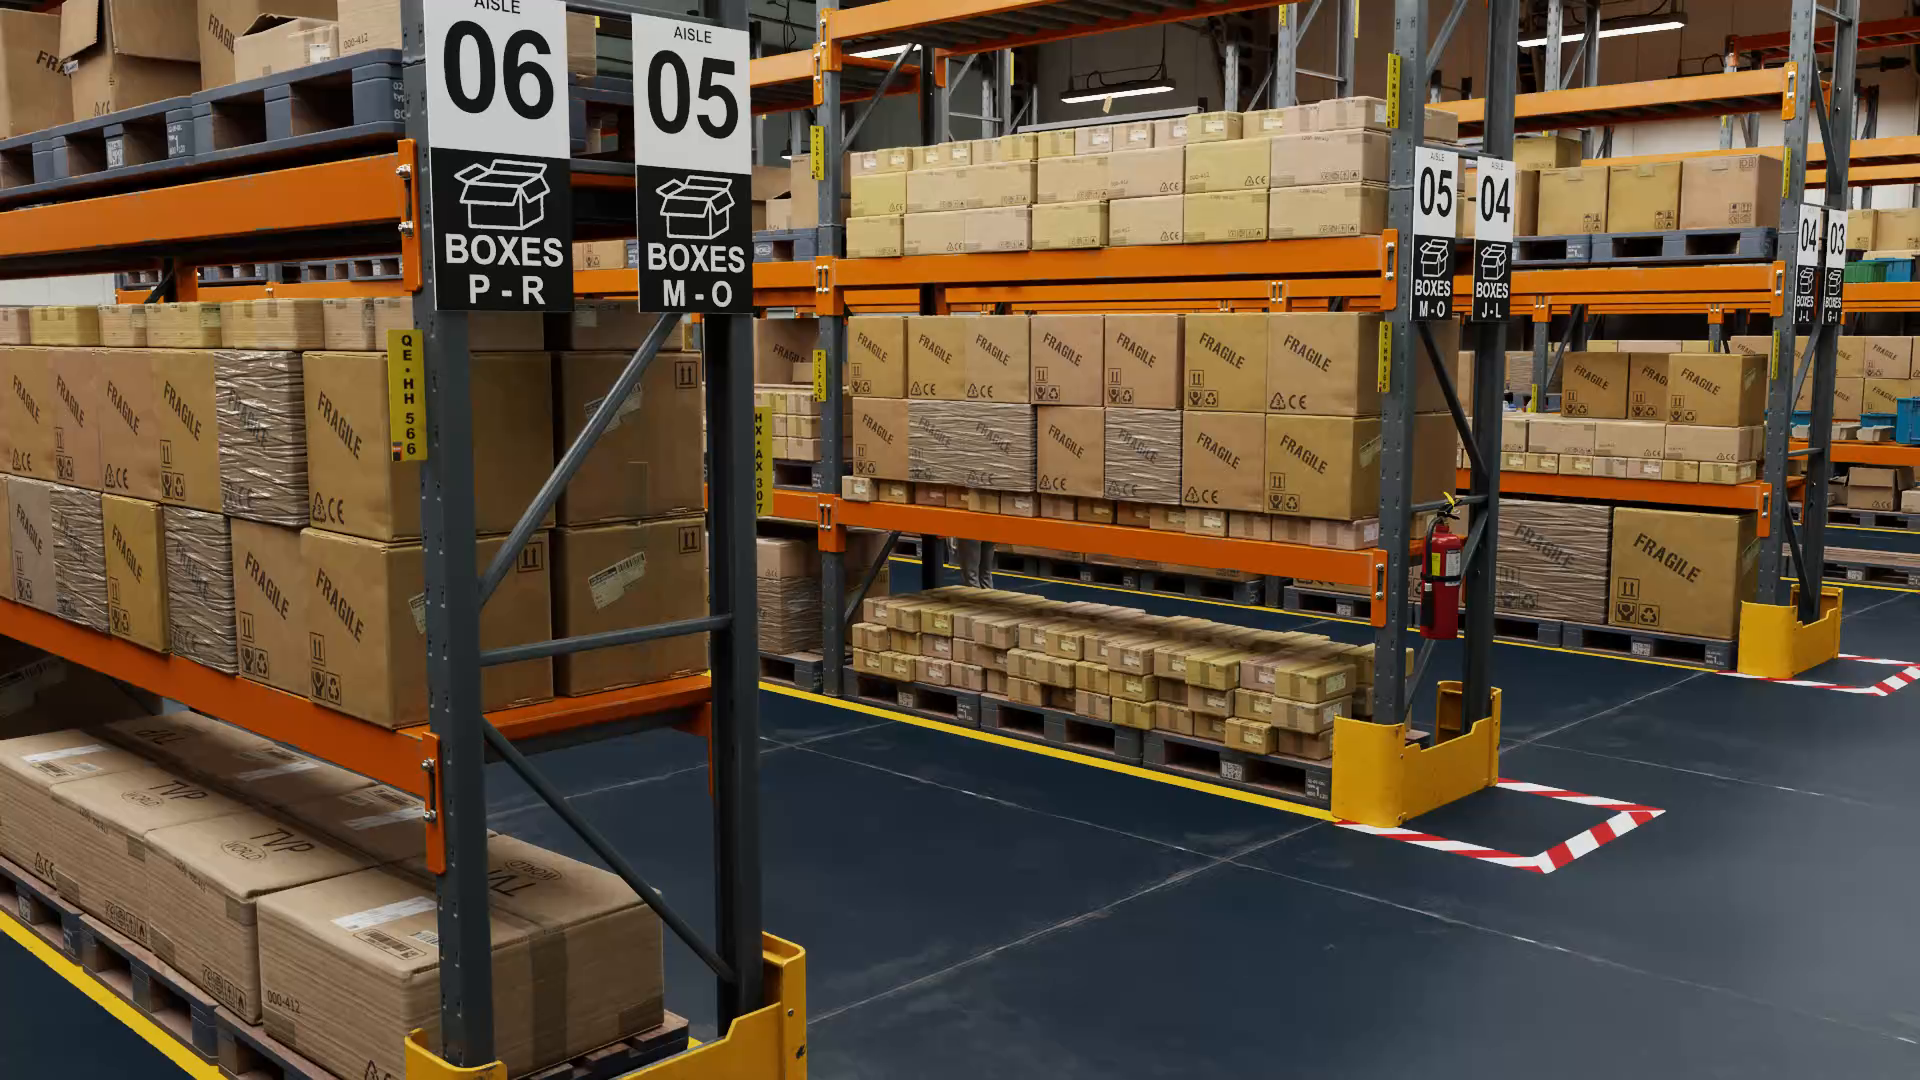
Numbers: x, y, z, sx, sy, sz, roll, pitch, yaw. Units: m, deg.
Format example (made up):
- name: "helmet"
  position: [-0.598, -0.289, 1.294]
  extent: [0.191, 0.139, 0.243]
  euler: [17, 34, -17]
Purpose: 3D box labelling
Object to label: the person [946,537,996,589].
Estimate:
- name: "person"
  position: [0.077, -0.080, 12.696]
  extent: [0.531, 1.694, 0.586]
  euler: [7, 10, 43]
